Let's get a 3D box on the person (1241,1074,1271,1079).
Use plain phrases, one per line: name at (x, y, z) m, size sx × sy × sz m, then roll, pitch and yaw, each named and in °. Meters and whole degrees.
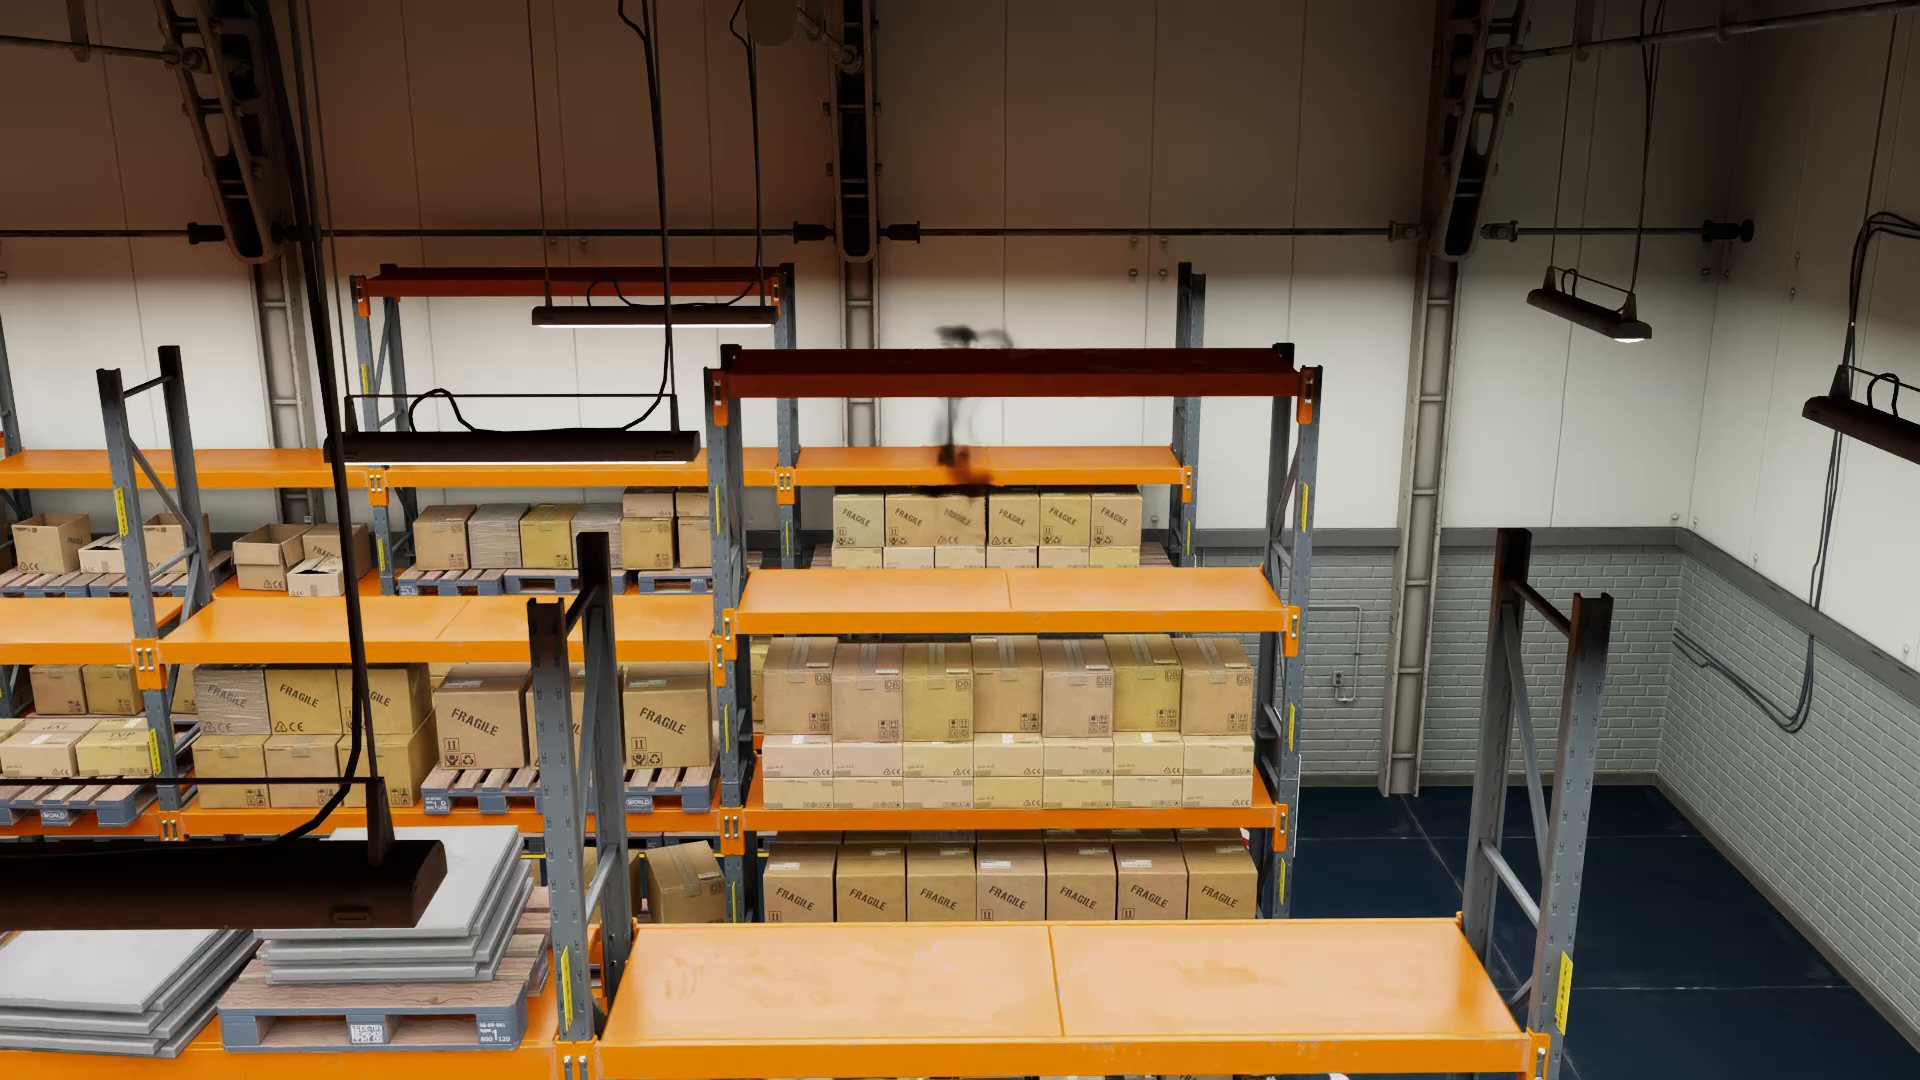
person at (2.023, 4.160, 11.346) m, size 0.578 × 1.625 × 0.580 m, roll -8°, pitch 18°, yaw -27°
